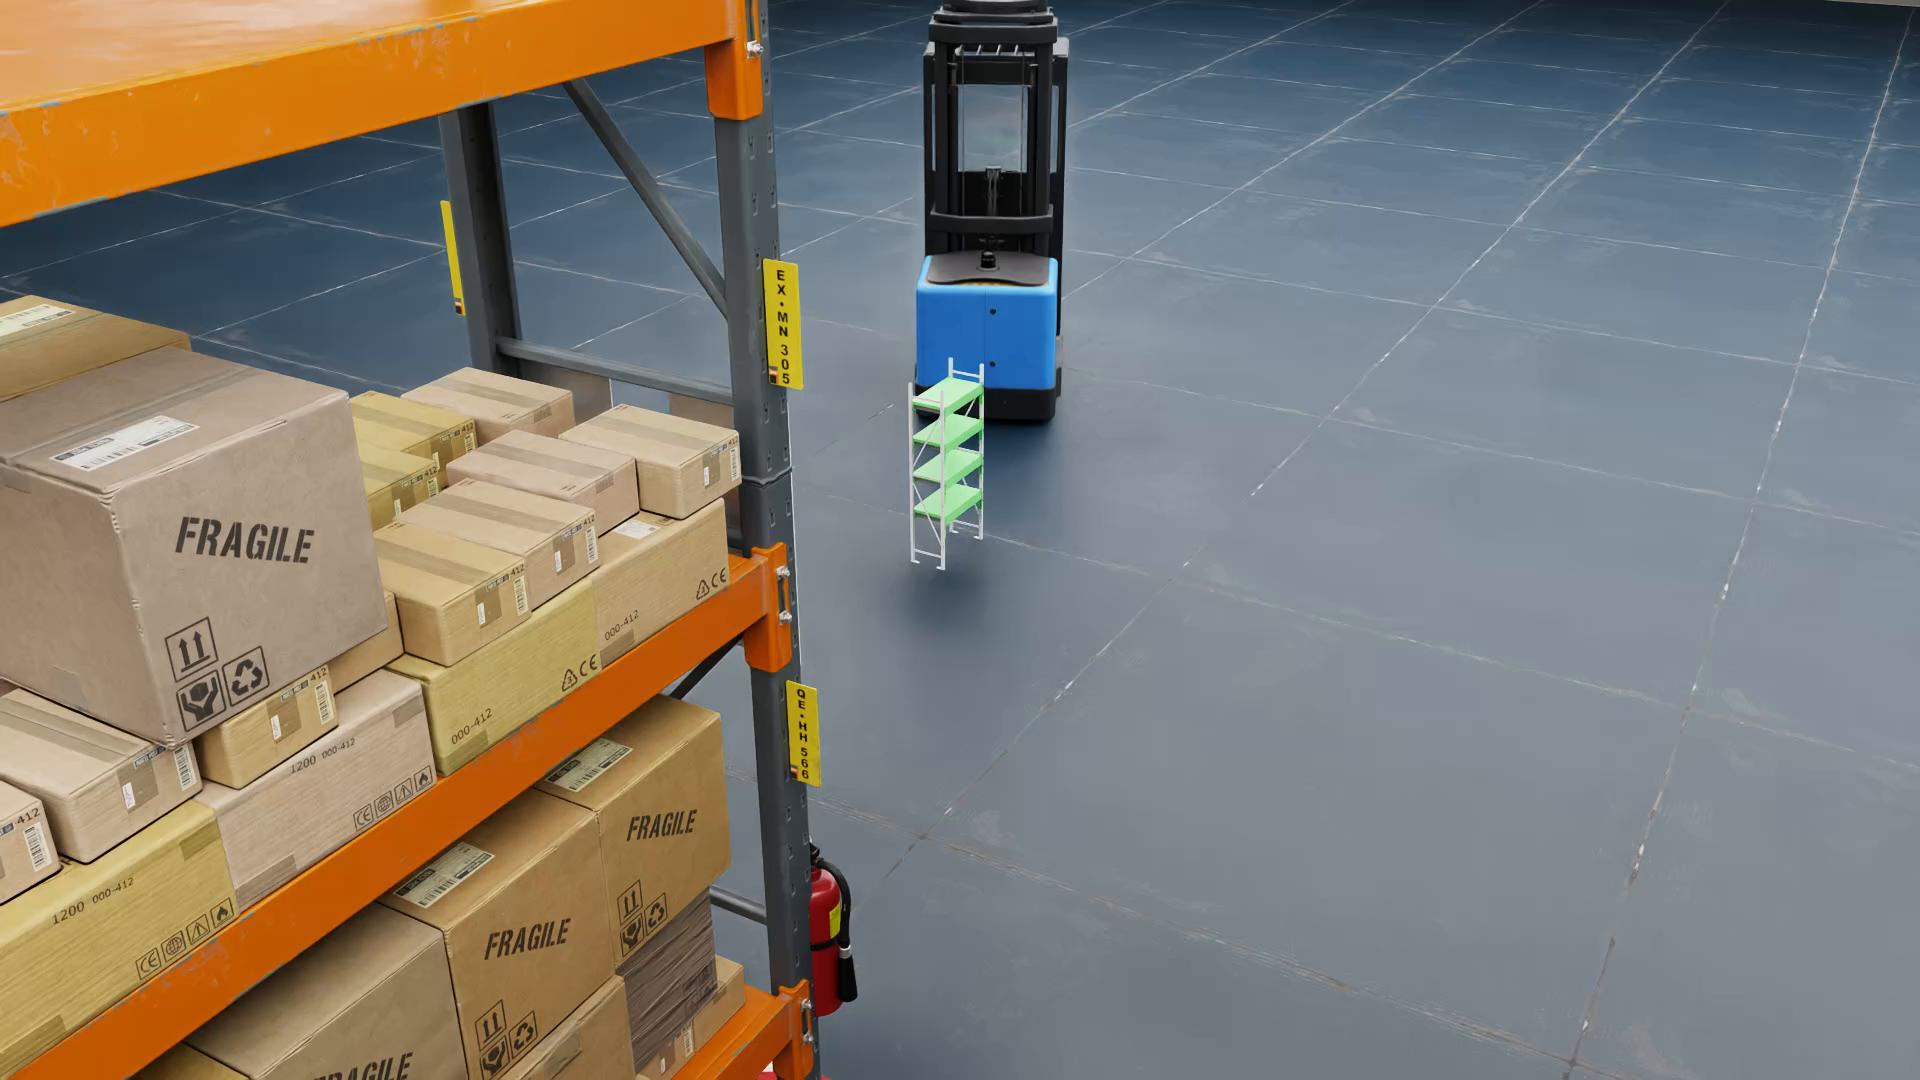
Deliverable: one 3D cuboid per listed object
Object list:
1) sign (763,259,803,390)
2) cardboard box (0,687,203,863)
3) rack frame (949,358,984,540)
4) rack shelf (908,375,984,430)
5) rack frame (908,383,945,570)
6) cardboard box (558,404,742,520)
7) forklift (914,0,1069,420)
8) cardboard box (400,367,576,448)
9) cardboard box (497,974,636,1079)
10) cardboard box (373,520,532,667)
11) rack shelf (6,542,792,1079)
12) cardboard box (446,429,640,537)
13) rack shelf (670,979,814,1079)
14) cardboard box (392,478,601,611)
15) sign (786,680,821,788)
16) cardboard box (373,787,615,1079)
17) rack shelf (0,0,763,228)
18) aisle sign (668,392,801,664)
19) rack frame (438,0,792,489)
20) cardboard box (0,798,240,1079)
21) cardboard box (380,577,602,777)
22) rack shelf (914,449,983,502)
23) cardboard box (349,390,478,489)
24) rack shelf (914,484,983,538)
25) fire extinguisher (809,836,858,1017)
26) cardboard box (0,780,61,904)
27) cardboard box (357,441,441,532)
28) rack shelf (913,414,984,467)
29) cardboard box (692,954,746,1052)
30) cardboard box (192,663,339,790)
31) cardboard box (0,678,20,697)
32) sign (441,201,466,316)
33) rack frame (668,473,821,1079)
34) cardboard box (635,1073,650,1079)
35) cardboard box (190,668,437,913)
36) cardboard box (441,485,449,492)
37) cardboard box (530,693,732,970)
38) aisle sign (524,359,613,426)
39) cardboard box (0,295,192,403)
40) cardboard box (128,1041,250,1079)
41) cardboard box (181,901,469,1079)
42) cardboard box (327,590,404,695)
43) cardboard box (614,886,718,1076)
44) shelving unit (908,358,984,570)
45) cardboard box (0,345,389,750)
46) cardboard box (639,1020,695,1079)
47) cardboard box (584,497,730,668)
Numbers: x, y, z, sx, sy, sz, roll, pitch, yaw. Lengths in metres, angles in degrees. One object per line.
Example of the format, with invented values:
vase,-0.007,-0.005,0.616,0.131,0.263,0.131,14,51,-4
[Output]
sign,-0.438,-0.533,4.123,0.100,0.325,0.005,14,30,26
cardboard box,-1.598,0.401,2.969,0.380,0.149,0.250,13,29,24
rack frame,0.039,-0.567,10.543,0.240,1.200,0.015,14,30,26
rack shelf,-0.081,-0.844,10.166,0.258,0.148,0.480,14,30,26
rack frame,-0.201,-0.377,10.163,0.240,1.200,0.015,14,30,26
cardboard box,-0.776,-0.201,4.172,0.380,0.149,0.250,14,30,26
forklift,0.284,-2.830,13.129,1.130,2.935,3.031,2,27,4
cardboard box,-1.248,-0.322,4.413,0.380,0.149,0.250,14,30,26
cardboard box,-1.347,1.326,4.305,0.875,0.500,0.500,14,30,26
cardboard box,-1.148,0.108,3.554,0.380,0.149,0.250,14,30,26
rack shelf,-1.895,0.834,3.185,1.077,0.370,4.000,14,30,26
cardboard box,-1.006,-0.125,4.021,0.380,0.149,0.250,13,29,24
rack shelf,-1.895,2.176,3.856,1.077,0.370,4.000,14,30,26
cardboard box,-1.045,0.005,3.760,0.380,0.149,0.250,13,29,24
sign,-0.438,0.546,4.663,0.100,0.325,0.005,14,30,26
cardboard box,-1.208,0.915,4.011,0.500,0.500,0.500,14,30,26
rack shelf,-1.895,-0.505,2.514,1.077,0.370,4.000,14,30,26
aisle sign,-0.619,-0.046,4.587,0.394,0.787,0.004,14,30,26
rack frame,-0.911,-1.608,3.909,1.000,3.000,0.127,14,30,26
cardboard box,-1.673,0.634,2.948,0.500,0.250,0.500,14,30,25
cardboard box,-1.170,0.239,3.737,0.500,0.250,0.500,14,30,26
rack shelf,-0.081,-0.415,10.381,0.258,0.148,0.480,14,30,26
cardboard box,-1.460,-0.242,4.253,0.380,0.149,0.250,15,30,27
rack shelf,-0.081,-0.200,10.489,0.258,0.148,0.480,14,30,26
fire extinguisher,-0.454,1.166,5.156,0.296,0.674,0.183,14,30,26
cardboard box,-1.745,0.498,2.776,0.380,0.149,0.250,15,30,27
cardboard box,-1.477,-0.116,4.002,0.380,0.149,0.250,14,30,25
rack shelf,-0.081,-0.629,10.274,0.258,0.148,0.480,14,30,26
cardboard box,-0.872,1.343,4.996,0.380,0.149,0.250,14,30,26
cardboard box,-1.422,0.304,3.162,0.380,0.149,0.250,13,29,24
cardboard box,-2.000,0.285,3.200,0.380,0.149,0.250,14,30,26
sign,-1.384,-0.777,4.624,0.100,0.325,0.005,14,30,26
rack frame,-0.911,1.075,5.252,1.000,3.000,0.127,14,30,26
cardboard box,-1.073,1.550,4.584,0.380,0.149,0.250,14,30,26
cardboard box,-1.430,0.437,3.342,0.500,0.250,0.500,15,30,27
cardboard box,-1.373,-0.069,4.353,0.500,0.250,0.500,15,30,28
cardboard box,-0.967,0.719,4.403,0.500,0.500,0.500,14,30,26
aisle sign,-1.142,-0.178,4.851,0.394,0.787,0.004,14,30,26
cardboard box,-1.877,-0.149,3.343,0.500,0.500,0.500,14,30,26
cardboard box,-1.709,1.302,3.237,0.500,0.500,0.500,14,30,26
cardboard box,-1.456,1.109,3.623,0.500,0.500,0.500,14,30,26
cardboard box,-1.378,0.177,3.416,0.380,0.149,0.250,15,30,27
cardboard box,-1.206,1.105,4.747,0.875,0.500,0.500,14,30,26
shelving unit,-0.081,-0.472,10.353,0.258,1.200,0.503,14,30,26
cardboard box,-1.453,-0.008,3.062,0.500,0.500,0.500,14,30,26
cardboard box,-0.995,1.441,4.802,0.380,0.149,0.250,14,30,26
cardboard box,-0.927,0.044,4.127,0.500,0.250,0.500,15,30,27
